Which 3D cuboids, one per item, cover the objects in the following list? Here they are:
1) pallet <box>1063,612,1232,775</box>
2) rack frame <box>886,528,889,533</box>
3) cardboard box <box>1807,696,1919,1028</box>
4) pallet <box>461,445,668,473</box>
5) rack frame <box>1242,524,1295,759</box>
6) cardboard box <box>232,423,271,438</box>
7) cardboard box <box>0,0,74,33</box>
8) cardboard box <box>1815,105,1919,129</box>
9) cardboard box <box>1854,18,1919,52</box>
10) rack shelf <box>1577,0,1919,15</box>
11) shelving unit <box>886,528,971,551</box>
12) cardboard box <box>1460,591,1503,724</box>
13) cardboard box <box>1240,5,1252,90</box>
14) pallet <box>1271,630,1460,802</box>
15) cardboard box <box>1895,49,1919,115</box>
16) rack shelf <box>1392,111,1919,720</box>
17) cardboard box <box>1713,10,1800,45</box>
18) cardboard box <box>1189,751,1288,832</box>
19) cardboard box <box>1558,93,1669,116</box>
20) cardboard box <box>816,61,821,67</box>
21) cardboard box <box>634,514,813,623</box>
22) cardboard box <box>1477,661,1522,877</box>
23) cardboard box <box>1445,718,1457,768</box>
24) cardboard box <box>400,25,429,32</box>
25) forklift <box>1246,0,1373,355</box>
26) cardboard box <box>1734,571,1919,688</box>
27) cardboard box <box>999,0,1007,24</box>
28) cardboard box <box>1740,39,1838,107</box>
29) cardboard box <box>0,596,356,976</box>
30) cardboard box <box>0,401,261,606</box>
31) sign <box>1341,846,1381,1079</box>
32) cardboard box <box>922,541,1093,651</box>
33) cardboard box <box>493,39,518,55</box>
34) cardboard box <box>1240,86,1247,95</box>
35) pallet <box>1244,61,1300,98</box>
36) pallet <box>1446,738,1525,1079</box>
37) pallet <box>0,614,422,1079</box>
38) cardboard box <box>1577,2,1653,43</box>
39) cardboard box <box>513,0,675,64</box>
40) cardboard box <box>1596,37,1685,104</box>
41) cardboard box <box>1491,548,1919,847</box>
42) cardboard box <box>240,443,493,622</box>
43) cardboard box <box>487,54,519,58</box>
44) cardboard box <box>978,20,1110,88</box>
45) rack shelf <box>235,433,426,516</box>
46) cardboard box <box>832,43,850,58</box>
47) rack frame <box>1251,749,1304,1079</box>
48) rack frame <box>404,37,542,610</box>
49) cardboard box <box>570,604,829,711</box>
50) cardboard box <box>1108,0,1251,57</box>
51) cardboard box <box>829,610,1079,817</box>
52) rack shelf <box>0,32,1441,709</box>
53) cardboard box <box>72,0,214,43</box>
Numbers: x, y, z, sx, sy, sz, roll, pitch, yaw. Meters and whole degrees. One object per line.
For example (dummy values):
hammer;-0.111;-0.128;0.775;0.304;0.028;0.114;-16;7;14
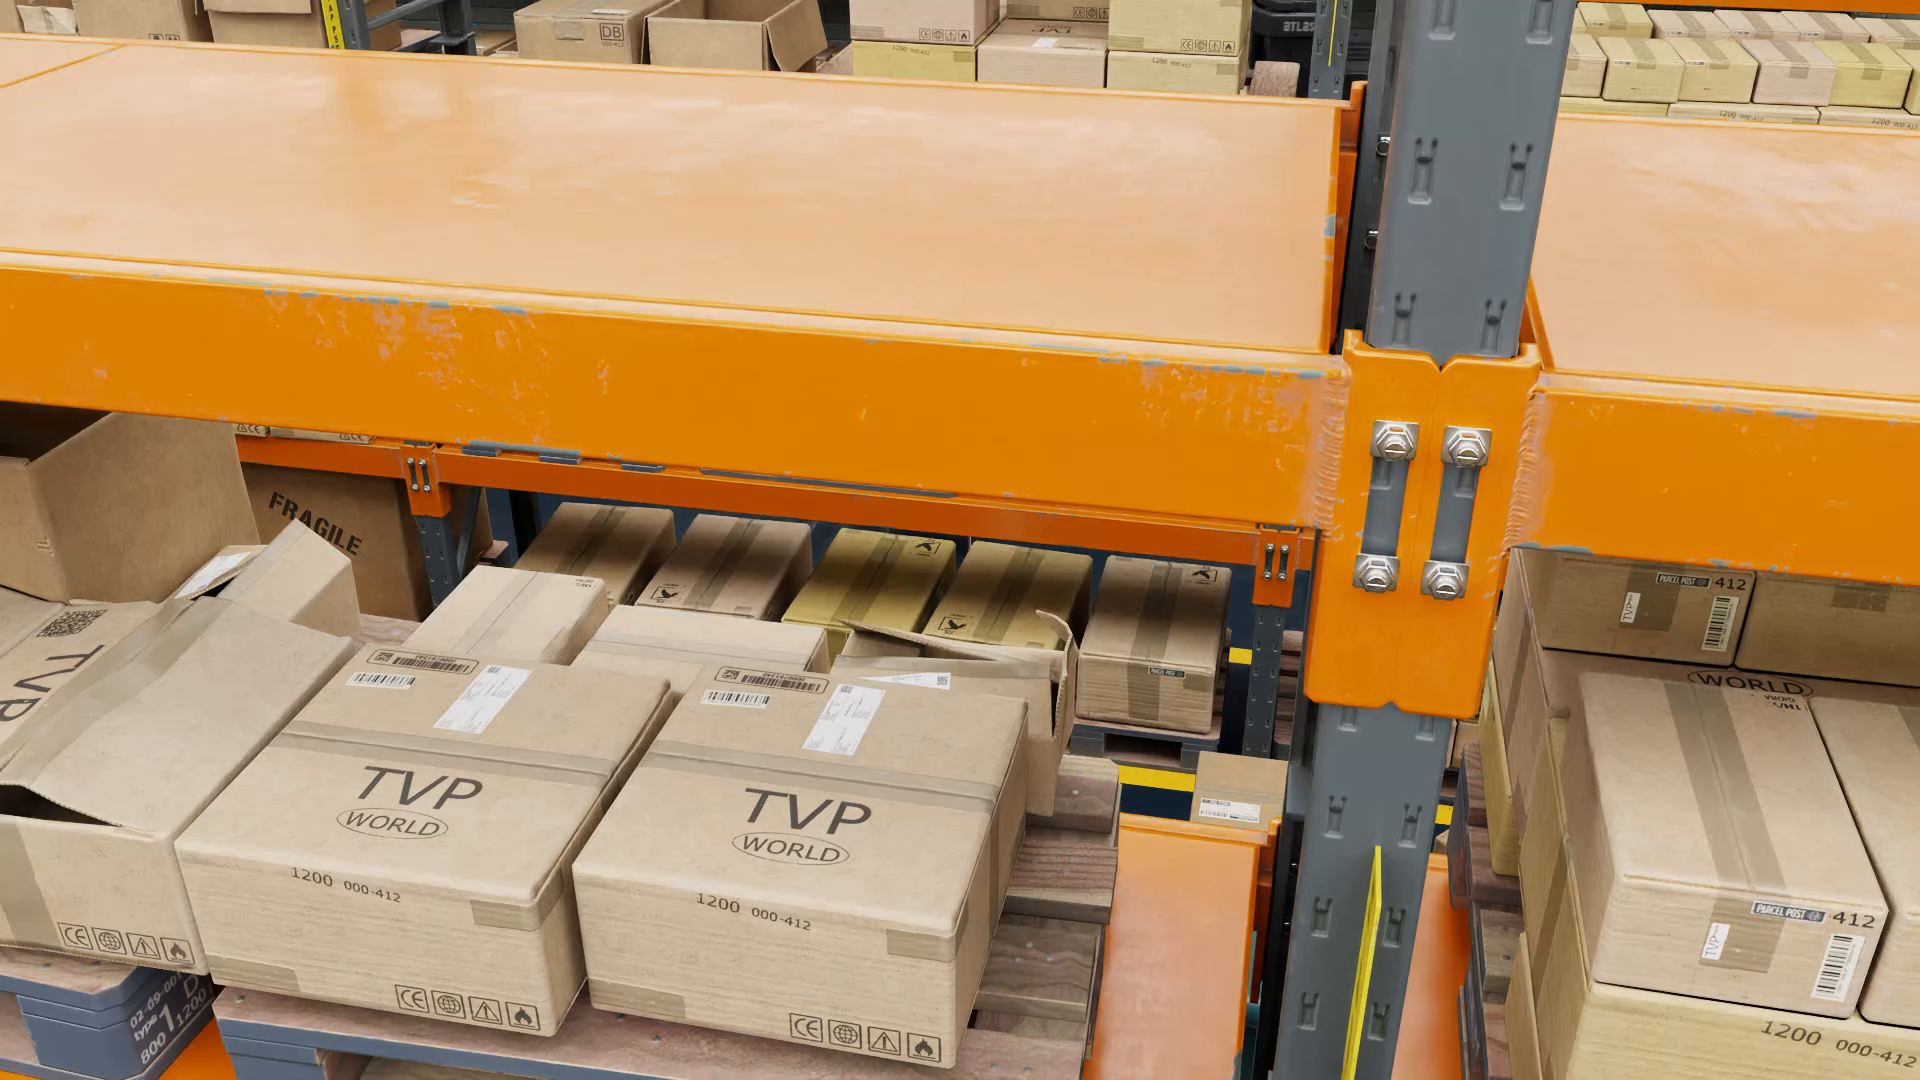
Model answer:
pallet;0.700;0.715;8.224;1.213;0.211;1.003;6;29;11
rack frame;-0.401;-0.567;9.537;0.015;1.200;0.240;6;29;11
cardboard box;1.062;0.342;1.768;0.250;0.149;0.380;6;29;10
pallet;-1.730;-0.726;8.153;1.003;0.211;1.213;6;29;11
rack frame;1.462;-0.431;7.413;0.127;3.000;1.000;6;29;11
cardboard box;-3.501;-0.739;8.132;0.500;0.250;0.500;6;29;11
cardboard box;-4.234;-2.416;7.375;0.500;0.500;0.500;6;29;11
cardboard box;3.323;-1.485;6.062;0.500;0.250;0.500;6;29;11
cardboard box;3.587;-1.884;6.375;0.250;0.149;0.380;6;29;12
rack shelf;4.451;-3.562;10.758;4.000;0.370;1.077;6;29;11
shelving unit;-0.162;-0.543;9.492;0.503;1.200;0.258;6;29;11
cardboard box;2.509;0.496;7.365;0.500;0.500;0.500;7;29;13
cardboard box;0.974;-2.112;7.079;0.500;0.250;0.500;5;29;9
pallet;2.126;0.843;7.990;1.213;0.211;1.003;6;29;11
cardboard box;3.475;-1.618;5.890;0.250;0.149;0.380;7;29;12
rack shelf;2.483;-0.036;1.610;4.000;0.370;1.077;6;29;11
cardboard box;3.101;-1.958;6.511;0.250;0.149;0.380;6;29;11
cardboard box;1.120;1.173;6.299;0.500;0.500;0.500;6;29;11
cardboard box;2.342;-1.591;6.255;0.500;0.250;0.500;6;29;10
cardboard box;-1.167;-3.321;11.914;0.250;0.149;0.380;7;29;12
cardboard box;-1.176;0.268;8.436;0.625;0.372;0.950;5;29;10
cardboard box;0.950;0.357;2.571;0.250;0.149;0.380;6;29;10
cardboard box;1.983;0.777;7.633;0.500;0.250;0.500;5;29;8
cardboard box;-4.396;-3.587;12.637;0.500;0.500;0.700;6;29;11
forklift;2.485;-1.995;10.341;3.031;2.935;1.130;1;29;1
cardboard box;1.199;0.033;2.332;0.250;0.149;0.380;6;29;10
cardboard box;-0.019;-2.202;7.244;0.500;0.250;0.500;6;29;10
cardboard box;2.987;-1.696;6.032;0.250;0.149;0.380;5;29;10
cardboard box;-1.233;0.327;2.457;0.500;0.311;0.500;5;29;9
cardboard box;-1.626;-0.042;2.934;0.500;0.500;0.500;6;29;11
sign;0.424;0.479;1.761;0.005;0.325;0.100;6;29;11
cardboard box;0.245;0.416;8.166;0.625;0.372;0.950;8;30;14
cardboard box;-3.052;-3.470;12.419;0.637;0.503;0.797;5;29;9
cardboard box;1.858;-3.038;11.396;0.250;0.149;0.380;5;29;10
pallet;0.881;-1.776;6.942;1.003;0.211;1.213;6;29;11
pallet;1.325;0.714;2.290;1.213;0.211;1.003;6;29;11
pallet;-1.649;0.421;2.931;1.213;0.211;1.003;7;30;13
cardboard box;2.605;-2.034;6.650;0.250;0.149;0.380;7;29;12
cardboard box;-1.525;-2.092;7.219;0.500;0.500;0.700;6;29;11
cardboard box;2.470;-1.719;6.074;0.250;0.149;0.380;6;29;10
cardboard box;1.062;0.224;2.398;0.500;0.250;0.500;6;29;10
cardboard box;-3.108;-0.192;8.753;0.875;0.875;0.875;6;29;10
cardboard box;-2.098;-2.104;7.608;0.250;0.149;0.380;6;29;11
cardboard box;0.367;-1.908;6.708;0.500;0.250;0.500;6;29;11
rack shelf;-4.406;-0.717;8.685;4.000;0.370;1.077;6;29;11
cardboard box;-0.777;-3.580;12.386;0.250;0.149;0.380;7;29;12
rack frame;0.527;1.904;3.148;0.127;3.000;1.000;6;29;11
rack frame;-2.450;-0.832;8.146;0.127;3.000;1.000;6;29;11
cardboard box;-0.435;0.250;2.766;0.380;0.149;0.250;6;29;11
cardboard box;0.869;-2.082;6.505;0.500;0.250;0.500;7;29;12
cardboard box;-0.011;0.242;2.660;0.396;0.266;0.258;5;29;10
rack shelf;-1.429;-0.437;2.343;4.000;0.370;1.077;6;29;11
cardboard box;-3.457;-2.386;7.319;0.500;0.500;0.700;4;29;8
